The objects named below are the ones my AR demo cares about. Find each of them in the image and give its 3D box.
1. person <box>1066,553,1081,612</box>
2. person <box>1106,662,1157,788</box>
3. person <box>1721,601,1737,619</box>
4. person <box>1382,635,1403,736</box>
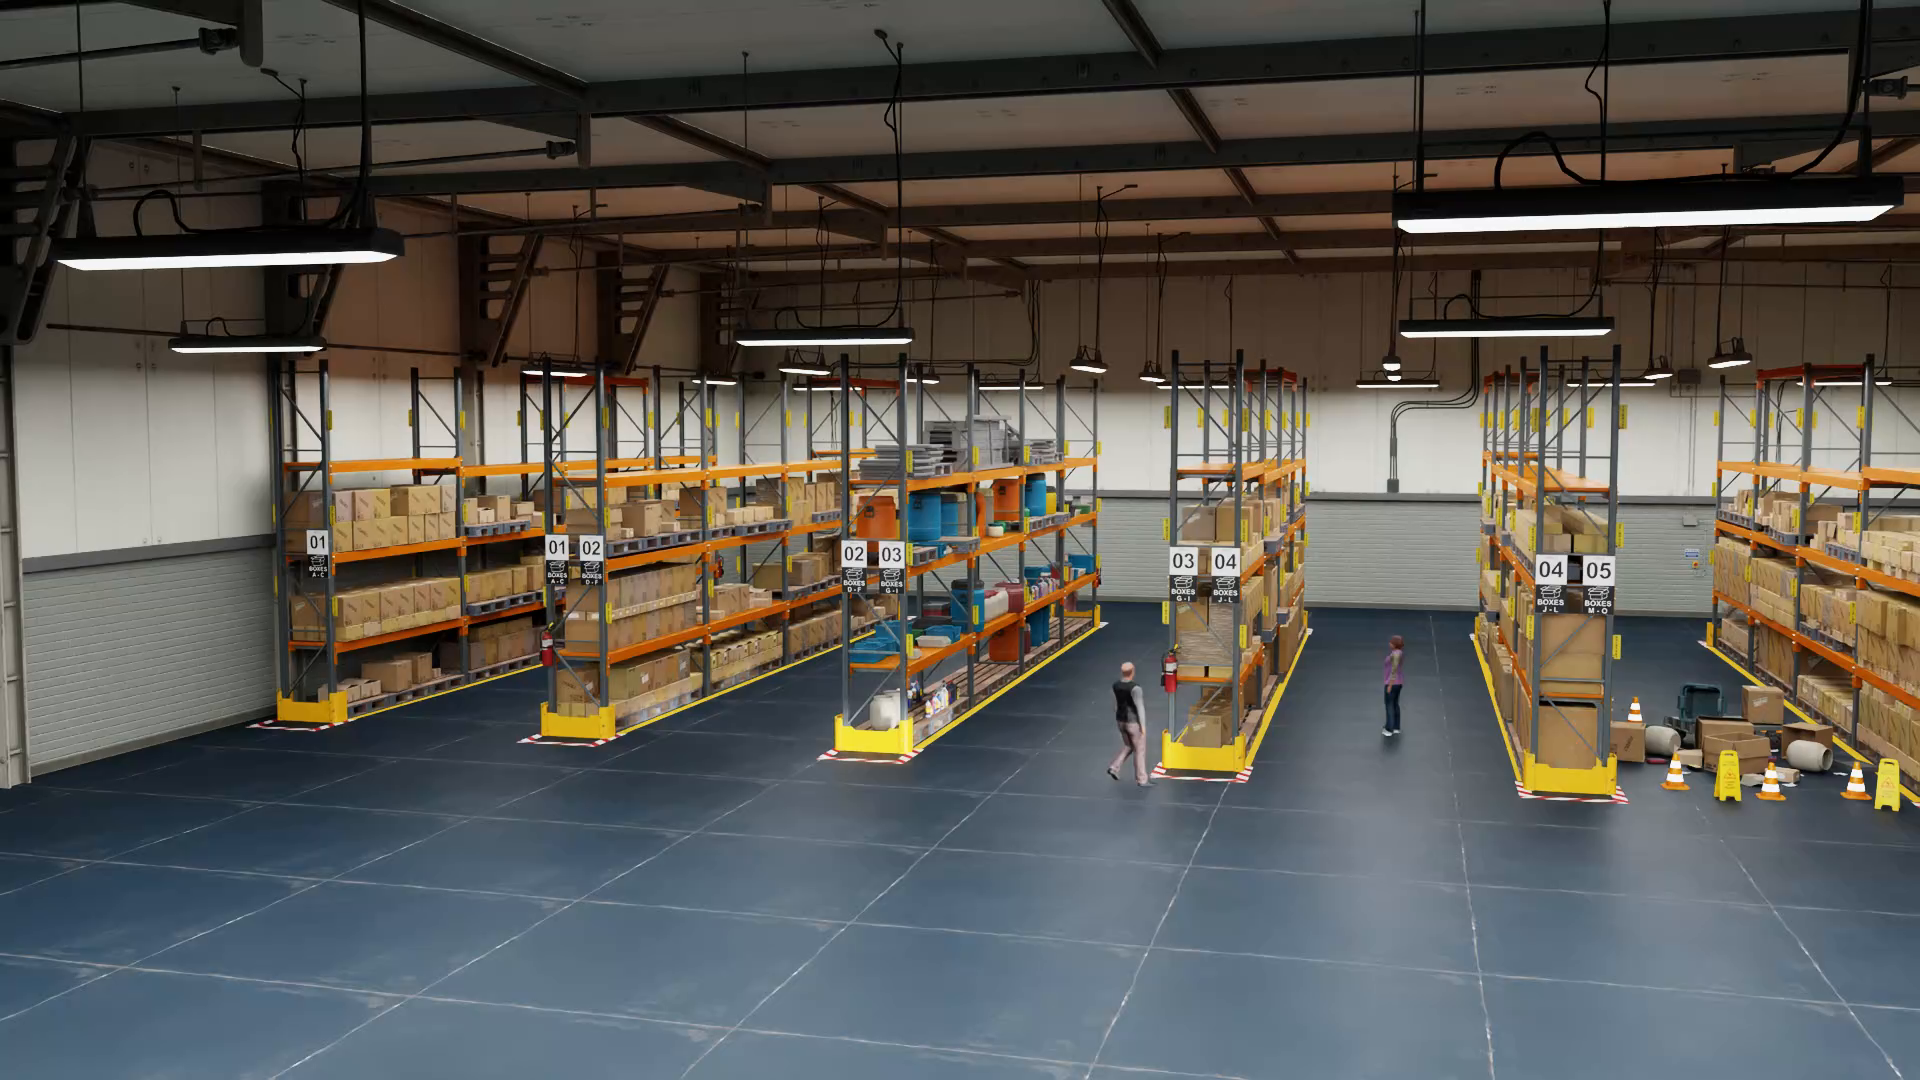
[{"bbox_3d":[2.848,1.175,41.770,0.481,1.686,0.404,-2,5,-25],"label":"person"},{"bbox_3d":[2.365,2.523,22.765,0.591,1.726,0.595,-3,5,-32],"label":"person"},{"bbox_3d":[18.439,1.283,39.844,0.529,1.774,0.523,0,4,-5],"label":"person"},{"bbox_3d":[6.872,2.304,26.459,0.376,1.605,0.412,3,5,37],"label":"person"}]
